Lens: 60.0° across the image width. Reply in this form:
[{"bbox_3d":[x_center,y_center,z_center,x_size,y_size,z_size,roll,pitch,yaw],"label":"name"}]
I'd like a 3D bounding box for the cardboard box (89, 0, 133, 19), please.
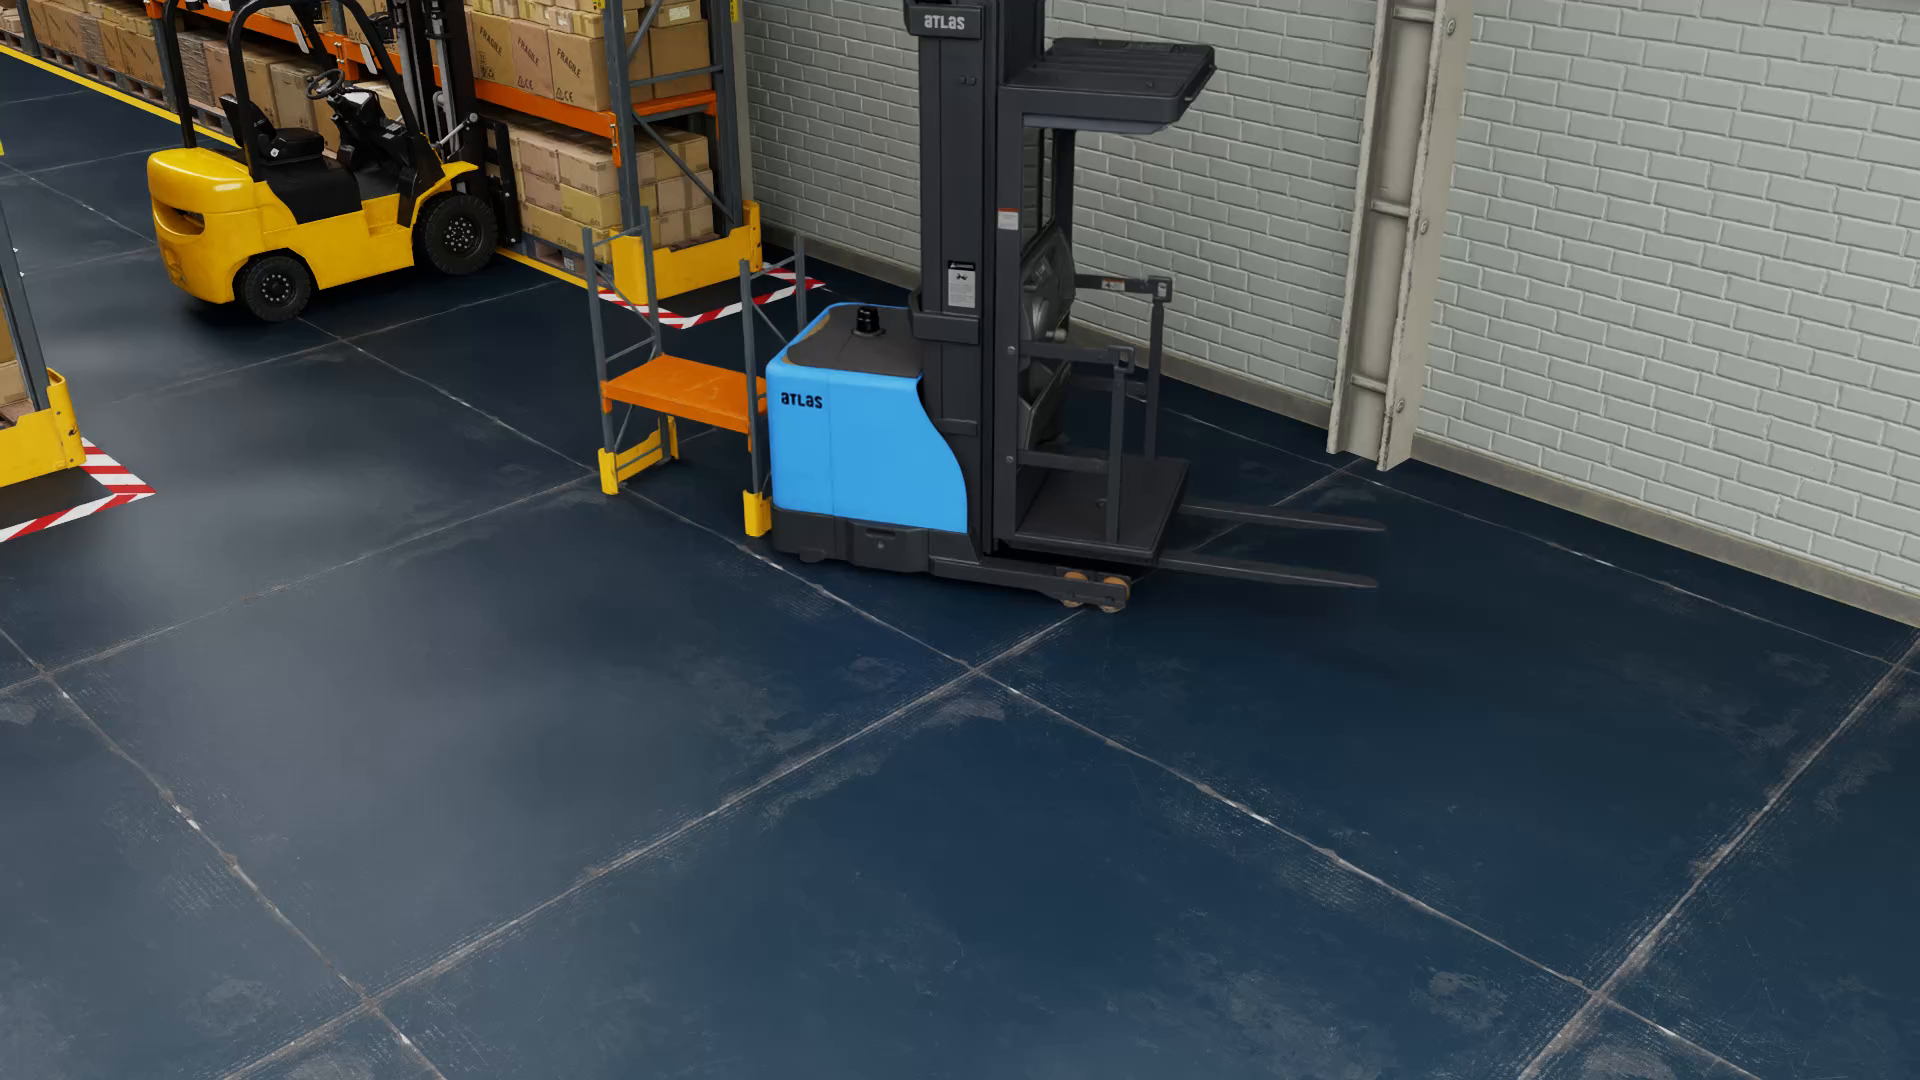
[{"bbox_3d":[-9.185,-5.760,18.020,0.250,0.149,0.380,23,35,36],"label":"cardboard box"}]

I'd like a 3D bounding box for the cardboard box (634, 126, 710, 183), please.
[{"bbox_3d":[-2.235,-2.895,12.462,0.500,0.250,0.500,24,36,38],"label":"cardboard box"}]

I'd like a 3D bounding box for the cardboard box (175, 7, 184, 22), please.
[{"bbox_3d":[-8.287,-5.665,17.838,0.380,0.149,0.250,-25,37,-39],"label":"cardboard box"}]

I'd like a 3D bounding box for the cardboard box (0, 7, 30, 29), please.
[{"bbox_3d":[-11.439,-6.356,20.102,0.396,0.266,0.258,-24,36,-37],"label":"cardboard box"}]

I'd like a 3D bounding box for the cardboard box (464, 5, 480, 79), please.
[{"bbox_3d":[-3.655,-3.882,12.802,0.500,0.500,0.500,25,37,39],"label":"cardboard box"}]

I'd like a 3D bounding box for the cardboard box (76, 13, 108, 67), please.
[{"bbox_3d":[-9.290,-5.521,18.261,0.500,0.500,0.500,23,35,37],"label":"cardboard box"}]

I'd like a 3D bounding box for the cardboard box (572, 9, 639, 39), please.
[{"bbox_3d":[-2.469,-3.616,11.599,0.380,0.149,0.250,-25,36,-38],"label":"cardboard box"}]

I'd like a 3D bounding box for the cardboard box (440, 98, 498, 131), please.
[{"bbox_3d":[-4.032,-3.390,13.403,0.500,0.250,0.500,-24,36,-38],"label":"cardboard box"}]

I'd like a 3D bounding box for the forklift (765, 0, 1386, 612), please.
[{"bbox_3d":[0.609,-1.223,7.926,3.031,2.935,1.130,8,29,14],"label":"forklift"}]

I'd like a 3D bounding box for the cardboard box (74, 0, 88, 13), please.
[{"bbox_3d":[-9.537,-5.936,18.353,0.380,0.149,0.250,-24,36,-37],"label":"cardboard box"}]

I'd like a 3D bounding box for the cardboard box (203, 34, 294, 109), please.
[{"bbox_3d":[-6.823,-4.591,16.358,0.875,0.625,0.625,-24,36,-38],"label":"cardboard box"}]

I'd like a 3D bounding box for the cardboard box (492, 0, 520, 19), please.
[{"bbox_3d":[-3.206,-3.951,12.236,0.250,0.149,0.380,23,36,37],"label":"cardboard box"}]

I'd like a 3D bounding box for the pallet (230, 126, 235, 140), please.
[{"bbox_3d":[-6.304,-3.961,16.056,1.213,0.211,1.003,25,36,38],"label":"pallet"}]

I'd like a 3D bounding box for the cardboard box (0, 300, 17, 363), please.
[{"bbox_3d":[-5.901,-1.279,9.657,0.500,0.500,0.500,23,36,37],"label":"cardboard box"}]

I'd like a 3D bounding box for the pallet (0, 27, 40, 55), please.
[{"bbox_3d":[-11.071,-6.170,20.257,1.213,0.211,1.003,25,36,38],"label":"pallet"}]

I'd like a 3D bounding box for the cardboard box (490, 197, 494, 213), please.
[{"bbox_3d":[-3.666,-2.775,13.308,0.500,0.250,0.500,-24,36,-38],"label":"cardboard box"}]

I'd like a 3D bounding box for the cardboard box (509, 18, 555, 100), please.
[{"bbox_3d":[-2.923,-3.554,12.179,0.500,0.500,0.500,-24,36,-38],"label":"cardboard box"}]

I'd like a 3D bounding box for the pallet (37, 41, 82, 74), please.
[{"bbox_3d":[-9.975,-5.693,19.350,1.213,0.211,1.003,25,36,38],"label":"pallet"}]

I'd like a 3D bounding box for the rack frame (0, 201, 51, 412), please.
[{"bbox_3d":[-5.502,-1.616,8.600,0.127,3.000,1.000,25,36,38],"label":"rack frame"}]

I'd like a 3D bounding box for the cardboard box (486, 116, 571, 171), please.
[{"bbox_3d":[-3.307,-3.049,12.754,0.500,0.250,0.500,-25,37,-39],"label":"cardboard box"}]

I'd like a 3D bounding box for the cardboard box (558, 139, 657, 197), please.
[{"bbox_3d":[-2.572,-2.723,12.134,0.500,0.250,0.500,-24,36,-38],"label":"cardboard box"}]

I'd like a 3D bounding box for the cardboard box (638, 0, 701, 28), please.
[{"bbox_3d":[-2.085,-3.793,11.935,0.250,0.149,0.380,23,36,37],"label":"cardboard box"}]

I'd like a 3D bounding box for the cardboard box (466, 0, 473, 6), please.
[{"bbox_3d":[-3.515,-4.138,12.592,0.250,0.149,0.380,24,36,38],"label":"cardboard box"}]

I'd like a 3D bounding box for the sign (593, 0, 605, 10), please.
[{"bbox_3d":[-2.415,-3.706,11.077,0.005,0.325,0.100,25,36,38],"label":"sign"}]

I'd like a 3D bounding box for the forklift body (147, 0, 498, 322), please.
[{"bbox_3d":[-4.656,-2.902,11.958,1.214,2.155,2.313,25,36,38],"label":"forklift body"}]

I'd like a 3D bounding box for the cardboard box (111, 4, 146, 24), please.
[{"bbox_3d":[-8.789,-5.599,17.713,0.380,0.149,0.250,-24,36,-38],"label":"cardboard box"}]

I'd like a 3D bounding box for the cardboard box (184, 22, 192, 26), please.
[{"bbox_3d":[-8.170,-5.351,17.939,0.500,0.500,0.500,25,37,39],"label":"cardboard box"}]

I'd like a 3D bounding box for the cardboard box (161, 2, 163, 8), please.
[{"bbox_3d":[-8.636,-5.854,18.197,0.250,0.149,0.380,24,36,37],"label":"cardboard box"}]

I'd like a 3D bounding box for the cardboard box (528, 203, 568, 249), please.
[{"bbox_3d":[-2.929,-2.447,12.684,0.500,0.250,0.500,25,36,38],"label":"cardboard box"}]

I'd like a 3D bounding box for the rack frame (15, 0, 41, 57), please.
[{"bbox_3d":[-10.582,-7.180,19.182,0.127,3.000,1.000,25,36,38],"label":"rack frame"}]

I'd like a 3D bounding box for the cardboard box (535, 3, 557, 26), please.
[{"bbox_3d":[-2.814,-3.794,11.939,0.380,0.149,0.250,-24,36,-38],"label":"cardboard box"}]

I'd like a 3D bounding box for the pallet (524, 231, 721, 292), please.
[{"bbox_3d":[-2.600,-2.266,12.832,1.213,0.211,1.003,25,36,38],"label":"pallet"}]

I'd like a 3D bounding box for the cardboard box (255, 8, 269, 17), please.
[{"bbox_3d":[-6.115,-4.915,15.036,0.500,0.250,0.500,25,37,39],"label":"cardboard box"}]

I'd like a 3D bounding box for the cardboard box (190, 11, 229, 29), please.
[{"bbox_3d":[-7.883,-5.515,17.553,0.380,0.149,0.250,-23,35,-37],"label":"cardboard box"}]

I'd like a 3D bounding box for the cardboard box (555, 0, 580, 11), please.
[{"bbox_3d":[-2.626,-3.845,11.714,0.250,0.149,0.380,25,36,38],"label":"cardboard box"}]

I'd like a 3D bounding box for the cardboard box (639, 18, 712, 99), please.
[{"bbox_3d":[-2.183,-3.562,12.195,0.500,0.500,0.500,-24,36,-38],"label":"cardboard box"}]

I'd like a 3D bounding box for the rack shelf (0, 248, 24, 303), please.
[{"bbox_3d":[-6.928,-1.950,10.009,4.000,0.370,1.077,25,36,38],"label":"rack shelf"}]

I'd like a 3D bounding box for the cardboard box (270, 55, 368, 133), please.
[{"bbox_3d":[-5.805,-4.127,15.475,0.625,0.625,0.875,24,36,38],"label":"cardboard box"}]

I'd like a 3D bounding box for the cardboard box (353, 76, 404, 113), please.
[{"bbox_3d":[-4.752,-3.719,14.029,0.500,0.250,0.500,24,36,38],"label":"cardboard box"}]

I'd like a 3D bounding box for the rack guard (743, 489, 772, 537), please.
[{"bbox_3d":[-0.957,-0.249,8.955,0.087,0.250,0.587,15,31,27],"label":"rack guard"}]

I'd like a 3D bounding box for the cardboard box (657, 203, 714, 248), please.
[{"bbox_3d":[-2.238,-2.458,12.706,0.500,0.250,0.500,25,37,39],"label":"cardboard box"}]

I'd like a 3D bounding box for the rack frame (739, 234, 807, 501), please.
[{"bbox_3d":[-0.940,-0.797,8.655,0.032,1.500,0.500,15,31,27],"label":"rack frame"}]

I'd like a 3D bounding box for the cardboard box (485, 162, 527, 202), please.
[{"bbox_3d":[-3.324,-2.838,12.891,0.500,0.250,0.500,24,36,37],"label":"cardboard box"}]

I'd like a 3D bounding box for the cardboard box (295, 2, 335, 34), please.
[{"bbox_3d":[-5.420,-4.581,14.400,0.500,0.250,0.500,-24,36,-38],"label":"cardboard box"}]

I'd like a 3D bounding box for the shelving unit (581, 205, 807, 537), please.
[{"bbox_3d":[-1.385,-0.920,8.889,1.083,1.500,0.587,15,31,27],"label":"shelving unit"}]

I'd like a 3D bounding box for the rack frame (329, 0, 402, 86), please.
[{"bbox_3d":[-4.877,-4.570,14.217,0.127,3.000,1.000,25,36,38],"label":"rack frame"}]

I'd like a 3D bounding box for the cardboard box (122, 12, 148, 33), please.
[{"bbox_3d":[-8.476,-5.397,17.329,0.250,0.149,0.380,22,35,36],"label":"cardboard box"}]

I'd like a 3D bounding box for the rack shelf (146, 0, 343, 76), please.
[{"bbox_3d":[-6.303,-4.904,15.626,4.000,0.370,1.077,25,36,38],"label":"rack shelf"}]

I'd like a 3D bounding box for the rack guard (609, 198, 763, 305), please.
[{"bbox_3d":[-2.008,-2.150,12.302,0.348,0.500,1.175,25,36,38],"label":"rack guard"}]

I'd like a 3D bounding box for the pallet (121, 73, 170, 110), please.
[{"bbox_3d":[-8.235,-4.897,17.836,1.213,0.211,1.003,25,36,38],"label":"pallet"}]

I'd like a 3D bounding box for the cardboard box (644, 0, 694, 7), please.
[{"bbox_3d":[-2.115,-3.908,11.835,0.250,0.149,0.380,24,36,37],"label":"cardboard box"}]

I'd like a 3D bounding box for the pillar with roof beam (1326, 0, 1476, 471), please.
[{"bbox_3d":[-0.629,-3.060,4.900,0.400,9.000,9.100,25,36,38],"label":"pillar with roof beam"}]

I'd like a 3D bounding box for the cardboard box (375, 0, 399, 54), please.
[{"bbox_3d":[-4.361,-4.218,13.441,0.500,0.500,0.500,-25,36,-38],"label":"cardboard box"}]

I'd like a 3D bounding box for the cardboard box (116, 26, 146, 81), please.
[{"bbox_3d":[-8.531,-5.188,17.627,0.500,0.500,0.500,24,36,38],"label":"cardboard box"}]

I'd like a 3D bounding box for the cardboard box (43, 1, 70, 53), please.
[{"bbox_3d":[-10.008,-5.856,18.899,0.500,0.500,0.500,24,36,38],"label":"cardboard box"}]

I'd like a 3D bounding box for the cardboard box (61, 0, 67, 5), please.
[{"bbox_3d":[-9.865,-6.112,18.687,0.250,0.149,0.380,24,36,38],"label":"cardboard box"}]

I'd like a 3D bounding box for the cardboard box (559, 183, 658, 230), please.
[{"bbox_3d":[-2.591,-2.510,12.266,0.500,0.250,0.500,24,36,38],"label":"cardboard box"}]
